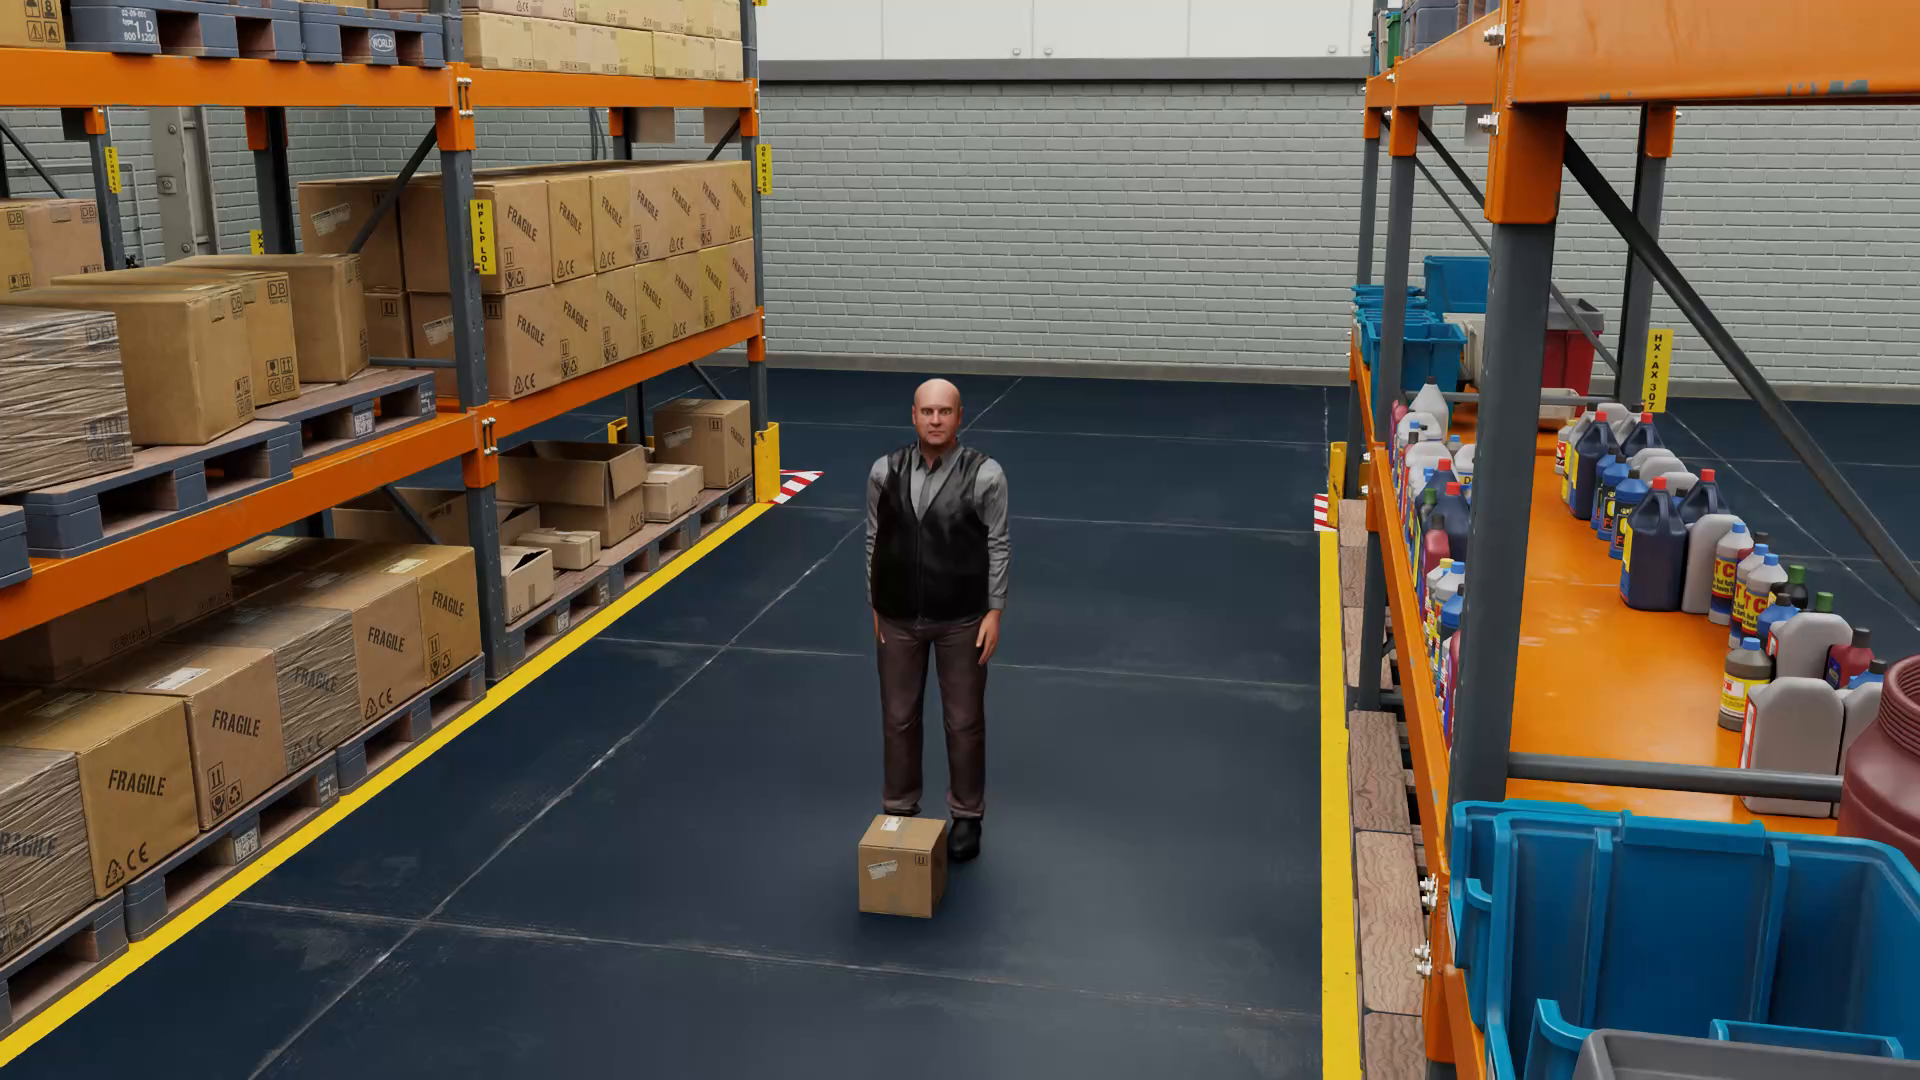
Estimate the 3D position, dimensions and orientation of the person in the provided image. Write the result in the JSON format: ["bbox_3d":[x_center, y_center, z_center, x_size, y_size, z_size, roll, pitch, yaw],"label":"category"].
[{"bbox_3d":[-0.086,0.326,5.972,0.530,1.636,0.359,3,15,13],"label":"person"}]
